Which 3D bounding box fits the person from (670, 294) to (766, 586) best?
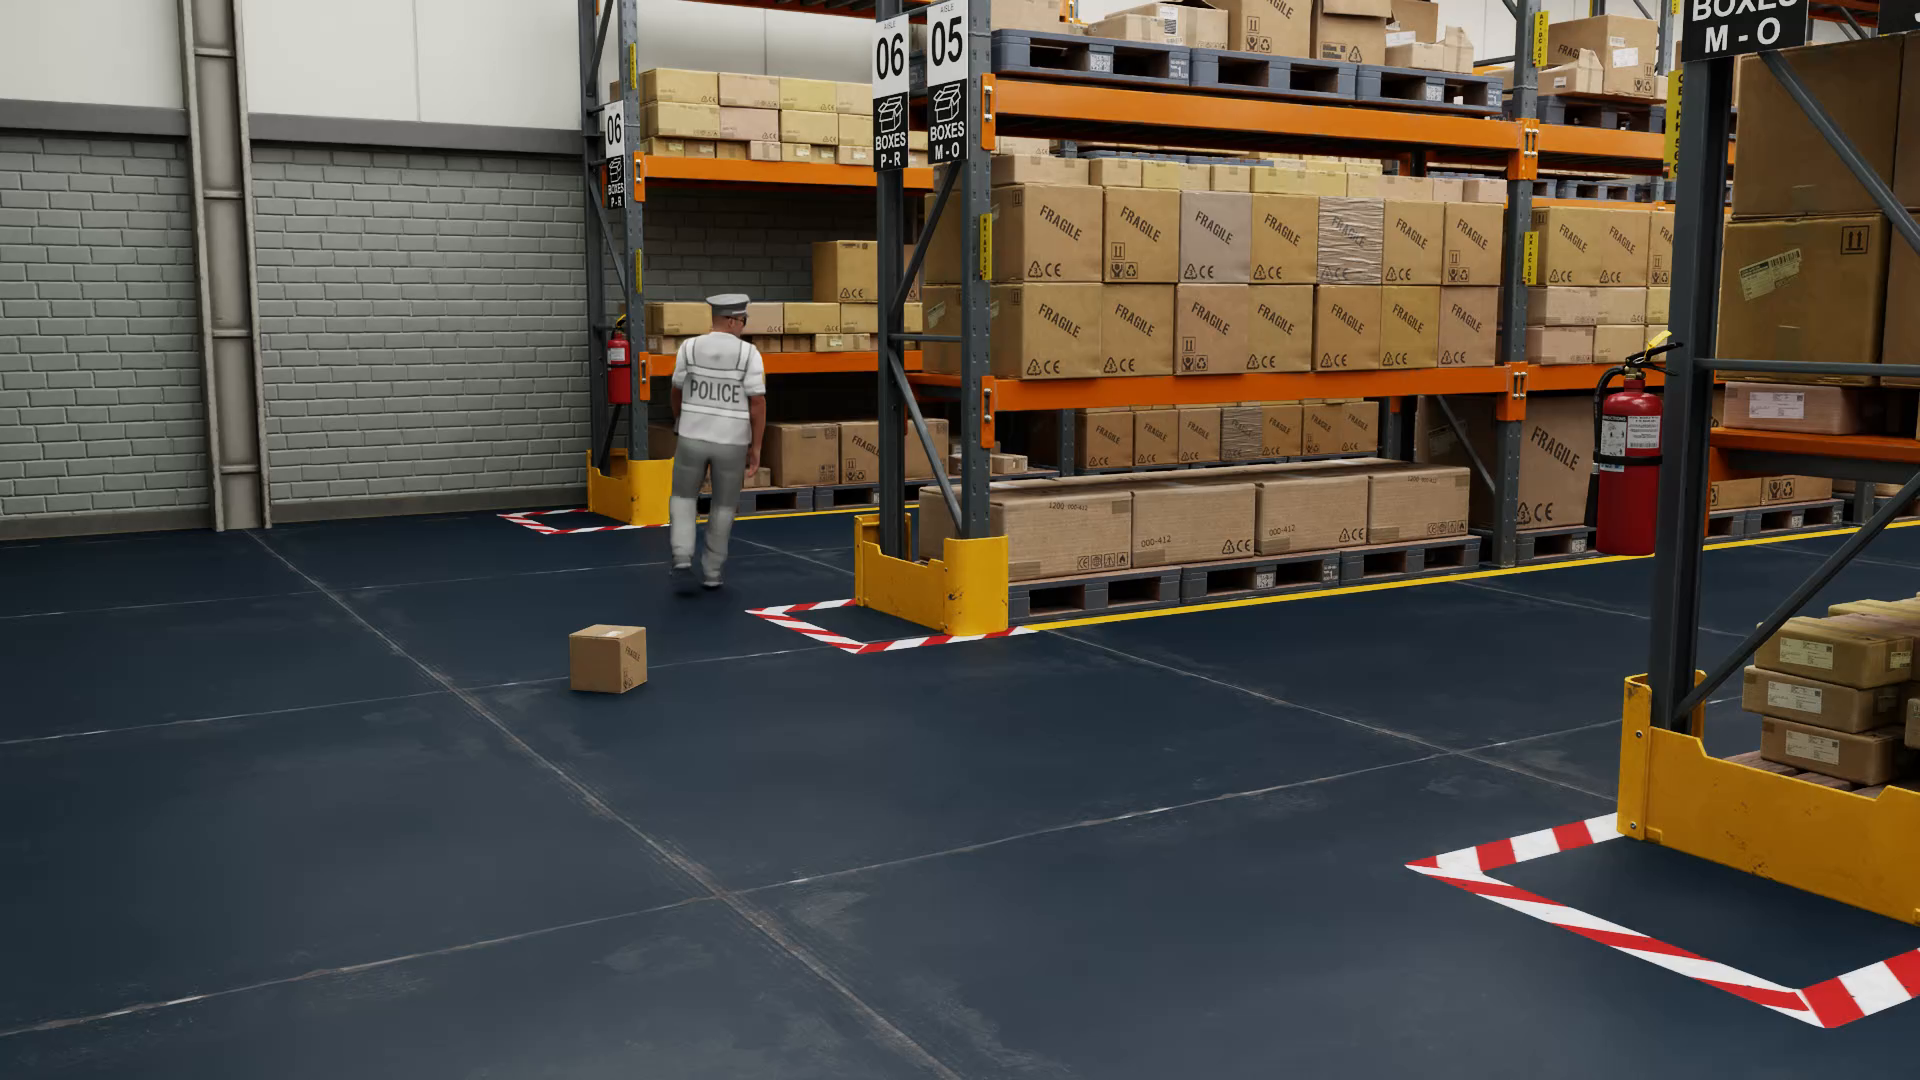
[{"bbox_3d":[-1.427,-0.566,9.801,0.595,1.751,0.592,0,8,-2],"label":"person"}]
